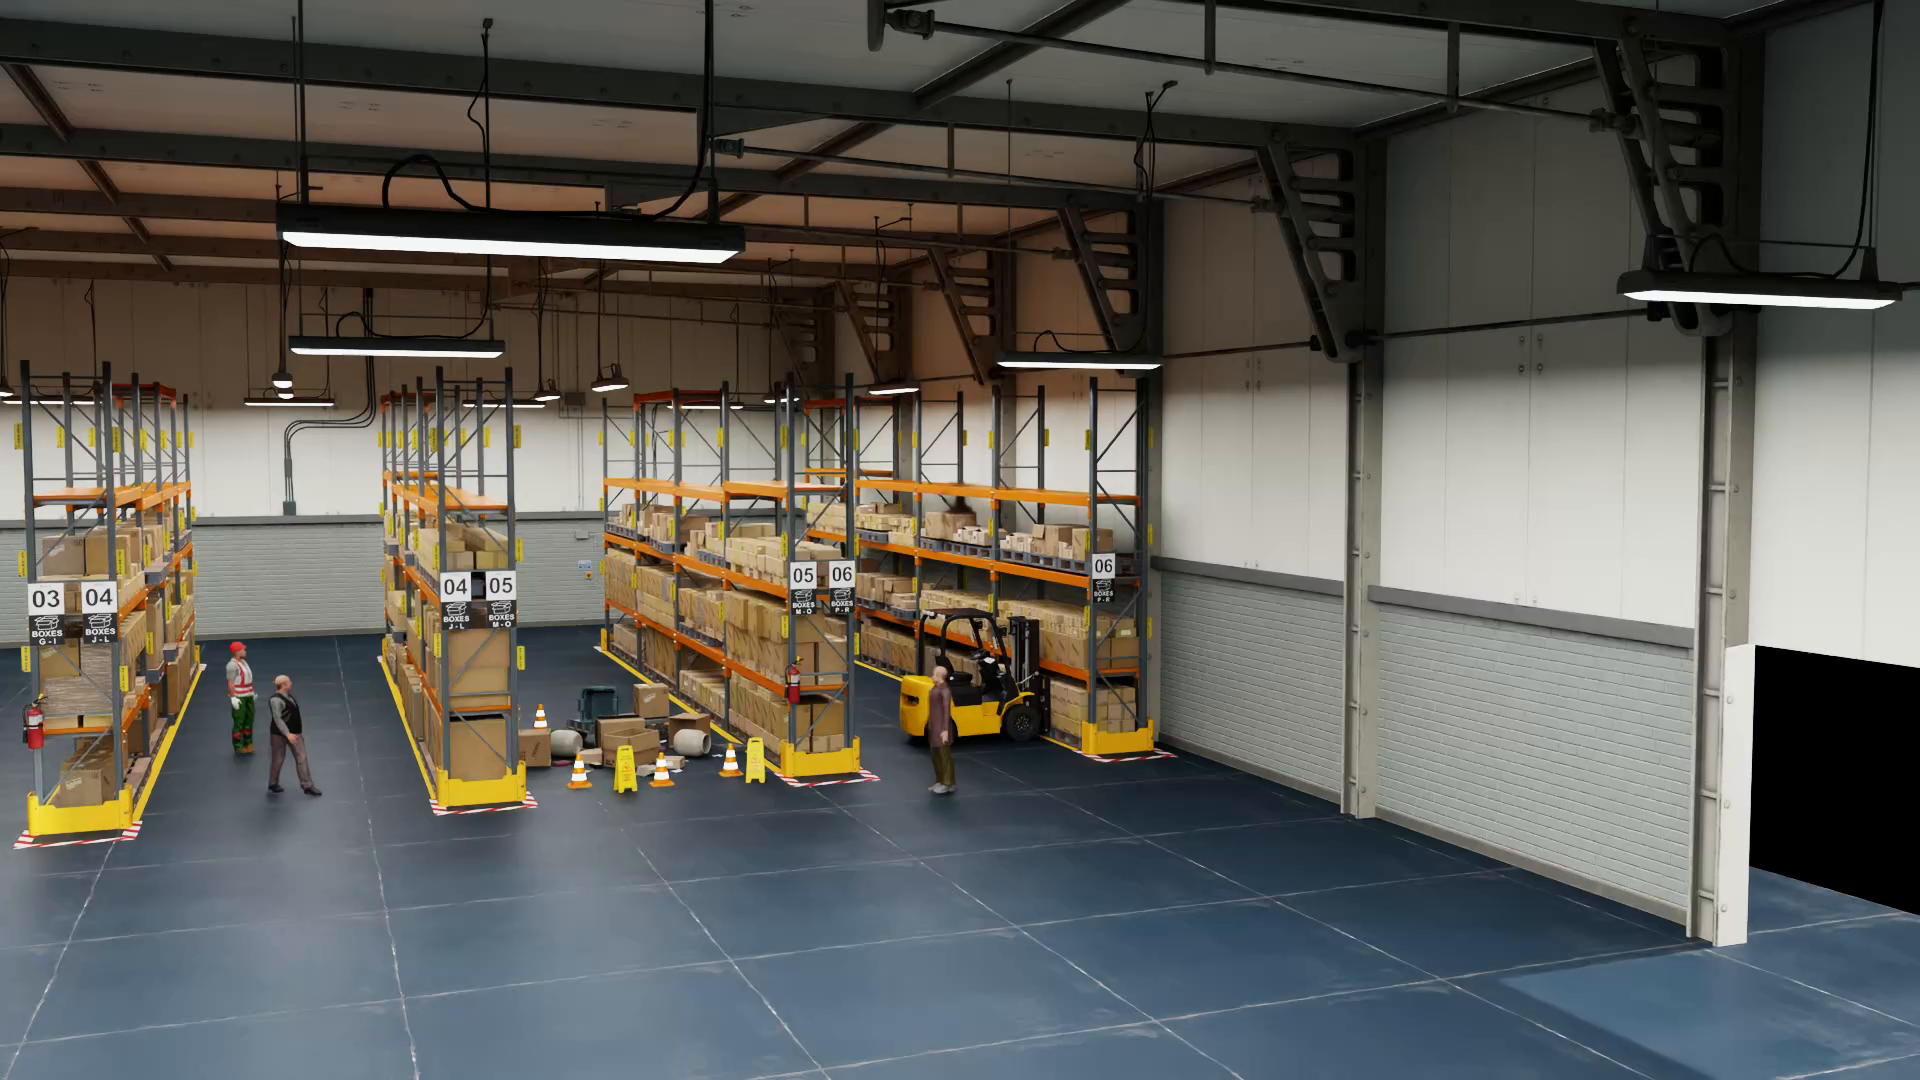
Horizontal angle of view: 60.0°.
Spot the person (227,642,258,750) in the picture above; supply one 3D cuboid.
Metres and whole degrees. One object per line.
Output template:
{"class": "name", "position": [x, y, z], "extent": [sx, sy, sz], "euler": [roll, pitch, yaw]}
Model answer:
{"class": "person", "position": [-11.501, 2.485, 26.595], "extent": [0.361, 1.737, 0.606], "euler": [1, 4, 15]}

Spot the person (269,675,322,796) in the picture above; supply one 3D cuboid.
{"class": "person", "position": [-9.414, 2.731, 23.300], "extent": [0.939, 1.671, 0.483], "euler": [3, 4, 37]}

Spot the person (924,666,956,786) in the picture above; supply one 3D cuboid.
{"class": "person", "position": [-0.276, 2.637, 23.600], "extent": [0.402, 1.698, 0.680], "euler": [-1, 4, -18]}
